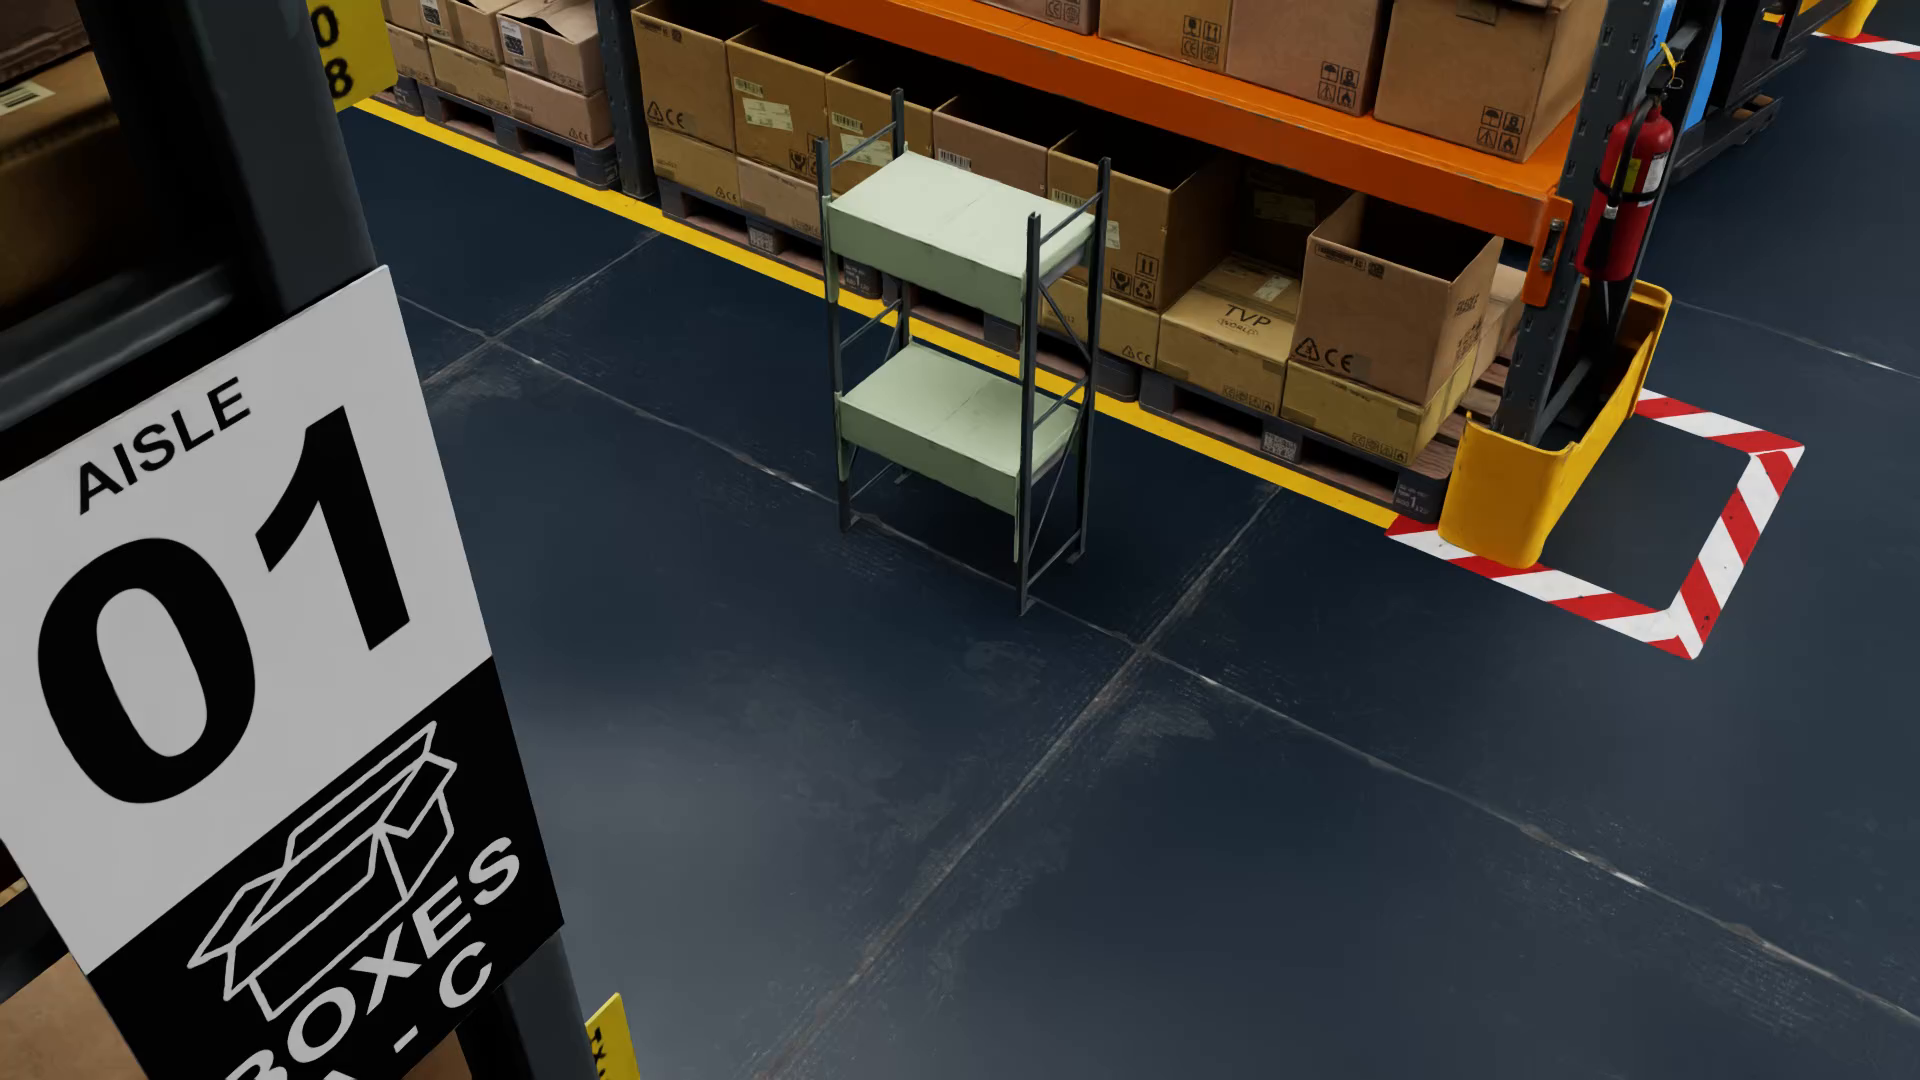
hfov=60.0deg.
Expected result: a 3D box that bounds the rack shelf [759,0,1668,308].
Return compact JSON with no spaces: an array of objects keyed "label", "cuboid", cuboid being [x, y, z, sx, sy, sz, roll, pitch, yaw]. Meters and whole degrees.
[{"label":"rack shelf","cuboid":[0.453,-1.892,6.155,4.000,0.370,1.077,25,48,25]}]

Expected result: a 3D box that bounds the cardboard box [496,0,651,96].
[{"label":"cardboard box","cuboid":[-1.680,-2.266,7.359,0.500,0.311,0.500,25,48,25]}]

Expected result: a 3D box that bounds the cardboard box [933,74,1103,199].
[{"label":"cardboard box","cuboid":[0.245,-1.416,6.268,0.500,0.500,0.500,25,48,25]}]

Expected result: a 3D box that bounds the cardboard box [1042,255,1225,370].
[{"label":"cardboard box","cuboid":[0.655,-0.946,6.305,0.500,0.250,0.500,25,48,25]}]

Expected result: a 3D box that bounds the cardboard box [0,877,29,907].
[{"label":"cardboard box","cuboid":[-1.368,0.539,2.434,0.500,0.500,0.500,25,48,25]}]

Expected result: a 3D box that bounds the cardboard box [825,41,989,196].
[{"label":"cardboard box","cuboid":[-0.166,-1.606,6.480,0.500,0.500,0.500,25,48,25]}]

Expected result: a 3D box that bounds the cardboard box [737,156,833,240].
[{"label":"cardboard box","cuboid":[-0.572,-1.521,6.947,0.500,0.250,0.500,25,48,25]}]

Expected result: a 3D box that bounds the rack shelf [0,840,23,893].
[{"label":"rack shelf","cuboid":[-2.388,-0.304,2.131,4.000,0.370,1.077,25,48,25]}]

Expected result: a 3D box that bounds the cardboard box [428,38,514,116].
[{"label":"cardboard box","cuboid":[-2.103,-2.253,7.766,0.500,0.250,0.500,24,47,25]}]

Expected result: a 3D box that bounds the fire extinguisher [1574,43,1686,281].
[{"label":"fire extinguisher","cuboid":[1.921,-1.067,4.751,0.183,0.674,0.296,25,48,25]}]

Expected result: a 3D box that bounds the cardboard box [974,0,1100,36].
[{"label":"cardboard box","cuboid":[0.447,-2.209,5.894,0.500,0.500,0.700,27,48,27]}]

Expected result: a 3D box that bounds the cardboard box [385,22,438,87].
[{"label":"cardboard box","cuboid":[-2.522,-2.449,7.984,0.500,0.250,0.500,26,48,26]}]

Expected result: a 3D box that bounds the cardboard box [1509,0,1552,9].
[{"label":"cardboard box","cuboid":[1.668,-1.716,4.857,0.250,0.149,0.380,24,47,25]}]

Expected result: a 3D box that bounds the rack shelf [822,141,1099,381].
[{"label":"rack shelf","cuboid":[0.005,-0.847,4.987,0.720,0.370,0.431,25,48,25]}]

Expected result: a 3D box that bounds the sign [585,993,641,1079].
[{"label":"sign","cuboid":[-0.439,0.692,2.078,0.005,0.325,0.100,25,48,25]}]

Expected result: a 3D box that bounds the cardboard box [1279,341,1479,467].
[{"label":"cardboard box","cuboid":[1.482,-0.571,5.885,0.500,0.250,0.500,25,48,25]}]

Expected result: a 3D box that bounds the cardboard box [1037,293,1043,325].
[{"label":"cardboard box","cuboid":[0.247,-1.138,6.520,0.500,0.250,0.500,25,48,25]}]

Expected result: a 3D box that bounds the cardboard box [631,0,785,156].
[{"label":"cardboard box","cuboid":[-0.984,-1.989,6.908,0.500,0.500,0.500,25,48,25]}]

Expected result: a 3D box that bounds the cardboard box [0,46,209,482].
[{"label":"cardboard box","cuboid":[-0.881,-0.116,1.291,0.500,0.500,0.500,26,48,26]}]

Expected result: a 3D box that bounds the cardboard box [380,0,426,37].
[{"label":"cardboard box","cuboid":[-2.517,-2.654,7.793,0.500,0.311,0.500,25,47,25]}]

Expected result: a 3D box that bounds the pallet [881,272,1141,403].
[{"label":"pallet","cuboid":[0.446,-1.093,6.813,1.213,0.211,1.003,25,48,25]}]

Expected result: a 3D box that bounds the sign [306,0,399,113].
[{"label":"sign","cuboid":[-0.439,-0.429,1.075,0.005,0.325,0.100,25,48,25]}]

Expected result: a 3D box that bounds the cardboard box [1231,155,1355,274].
[{"label":"cardboard box","cuboid":[1.369,-1.323,6.164,0.500,0.500,0.500,25,48,25]}]

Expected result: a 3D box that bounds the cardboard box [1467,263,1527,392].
[{"label":"cardboard box","cuboid":[1.779,-0.853,6.201,0.500,0.250,0.500,25,48,25]}]

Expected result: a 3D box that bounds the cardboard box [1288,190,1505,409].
[{"label":"cardboard box","cuboid":[1.481,-0.849,5.634,0.500,0.500,0.500,25,48,25]}]

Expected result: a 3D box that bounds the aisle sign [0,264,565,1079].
[{"label":"aisle sign","cuboid":[-0.519,0.206,1.321,0.004,0.787,0.394,25,48,25]}]

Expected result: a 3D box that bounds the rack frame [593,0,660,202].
[{"label":"rack frame","cuboid":[-1.184,-2.926,6.771,0.127,3.000,1.000,25,48,25]}]

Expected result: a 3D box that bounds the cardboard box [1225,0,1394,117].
[{"label":"cardboard box","cuboid":[1.283,-1.816,5.455,0.500,0.500,0.700,26,48,26]}]

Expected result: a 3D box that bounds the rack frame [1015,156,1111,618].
[{"label":"rack frame","cuboid":[0.305,-0.416,5.090,0.023,1.500,0.400,25,48,25]}]

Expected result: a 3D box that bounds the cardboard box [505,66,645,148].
[{"label":"cardboard box","cuboid":[-1.690,-2.059,7.548,0.500,0.250,0.500,25,47,25]}]

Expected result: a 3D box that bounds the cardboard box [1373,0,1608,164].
[{"label":"cardboard box","cuboid":[1.716,-1.618,5.233,0.500,0.500,0.700,25,48,25]}]

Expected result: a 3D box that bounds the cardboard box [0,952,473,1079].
[{"label":"cardboard box","cuboid":[-0.969,0.733,2.216,0.500,0.500,0.500,25,48,25]}]

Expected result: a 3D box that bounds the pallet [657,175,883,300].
[{"label":"pallet","cuboid":[-0.557,-1.560,7.335,1.213,0.211,1.003,25,48,25]}]

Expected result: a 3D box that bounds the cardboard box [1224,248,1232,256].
[{"label":"cardboard box","cuboid":[0.959,-1.234,6.627,0.500,0.250,0.500,25,48,25]}]

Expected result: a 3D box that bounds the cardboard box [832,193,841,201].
[{"label":"cardboard box","cuboid":[-0.166,-1.327,6.730,0.500,0.250,0.500,25,48,25]}]

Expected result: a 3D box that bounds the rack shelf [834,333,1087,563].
[{"label":"rack shelf","cuboid":[0.005,-0.313,5.464,0.720,0.370,0.431,25,48,25]}]

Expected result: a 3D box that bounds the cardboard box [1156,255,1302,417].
[{"label":"cardboard box","cuboid":[1.066,-0.755,6.092,0.500,0.250,0.500,25,48,25]}]

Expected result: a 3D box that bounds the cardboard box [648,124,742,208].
[{"label":"cardboard box","cuboid":[-0.979,-1.715,7.164,0.500,0.250,0.500,25,48,25]}]

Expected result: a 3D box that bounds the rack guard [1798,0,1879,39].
[{"label":"rack guard","cuboid":[4.849,-3.169,8.917,0.348,0.500,1.175,25,48,25]}]

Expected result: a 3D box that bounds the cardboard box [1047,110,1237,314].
[{"label":"cardboard box","cuboid":[0.654,-1.224,6.053,0.500,0.500,0.500,25,48,25]}]

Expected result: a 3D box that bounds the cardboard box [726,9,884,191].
[{"label":"cardboard box","cuboid":[-0.571,-1.802,6.699,0.500,0.500,0.500,25,48,25]}]

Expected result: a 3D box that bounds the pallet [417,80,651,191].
[{"label":"pallet","cuboid":[-1.810,-2.148,7.992,1.213,0.211,1.003,25,48,25]}]

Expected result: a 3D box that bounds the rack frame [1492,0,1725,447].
[{"label":"rack frame","cuboid":[2.091,-1.395,5.059,0.127,3.000,1.000,25,48,25]}]

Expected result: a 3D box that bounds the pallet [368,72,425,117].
[{"label":"pallet","cuboid":[-2.813,-2.615,8.514,1.213,0.211,1.003,25,48,25]}]

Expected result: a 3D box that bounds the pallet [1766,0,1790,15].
[{"label":"pallet","cuboid":[4.187,-3.376,9.364,1.213,0.211,1.003,25,48,25]}]

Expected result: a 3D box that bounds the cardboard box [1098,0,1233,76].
[{"label":"cardboard box","cuboid":[0.880,-2.009,5.671,0.500,0.500,0.700,25,48,26]}]

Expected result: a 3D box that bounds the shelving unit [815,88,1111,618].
[{"label":"shelving unit","cuboid":[0.005,-0.556,5.247,0.755,1.500,0.431,25,48,25]}]

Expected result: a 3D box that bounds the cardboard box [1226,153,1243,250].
[{"label":"cardboard box","cuboid":[0.952,-1.508,6.370,0.500,0.500,0.500,25,48,25]}]

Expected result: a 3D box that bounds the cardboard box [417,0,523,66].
[{"label":"cardboard box","cuboid":[-2.110,-2.461,7.578,0.500,0.311,0.500,26,48,26]}]

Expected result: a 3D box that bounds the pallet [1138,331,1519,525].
[{"label":"pallet","cuboid":[1.440,-0.626,6.291,1.213,0.211,1.003,25,48,25]}]

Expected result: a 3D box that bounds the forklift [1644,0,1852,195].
[{"label":"forklift","cuboid":[3.254,-3.175,7.100,3.031,2.935,1.130,-33,51,-31]}]

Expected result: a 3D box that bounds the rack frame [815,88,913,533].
[{"label":"rack frame","cuboid":[-0.294,-0.697,5.404,0.023,1.500,0.400,25,48,25]}]

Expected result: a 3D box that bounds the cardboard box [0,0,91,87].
[{"label":"cardboard box","cuboid":[-0.927,-0.504,0.975,0.500,0.500,0.500,22,46,22]}]

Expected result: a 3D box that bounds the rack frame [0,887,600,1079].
[{"label":"rack frame","cuboid":[-0.751,1.311,2.035,0.127,3.000,1.000,25,48,25]}]

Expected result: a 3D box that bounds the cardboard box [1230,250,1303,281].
[{"label":"cardboard box","cuboid":[1.368,-1.043,6.413,0.500,0.250,0.500,25,48,25]}]

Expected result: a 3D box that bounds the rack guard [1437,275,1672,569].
[{"label":"rack guard","cuboid":[2.110,-0.454,5.883,0.348,0.500,1.175,25,48,25]}]
